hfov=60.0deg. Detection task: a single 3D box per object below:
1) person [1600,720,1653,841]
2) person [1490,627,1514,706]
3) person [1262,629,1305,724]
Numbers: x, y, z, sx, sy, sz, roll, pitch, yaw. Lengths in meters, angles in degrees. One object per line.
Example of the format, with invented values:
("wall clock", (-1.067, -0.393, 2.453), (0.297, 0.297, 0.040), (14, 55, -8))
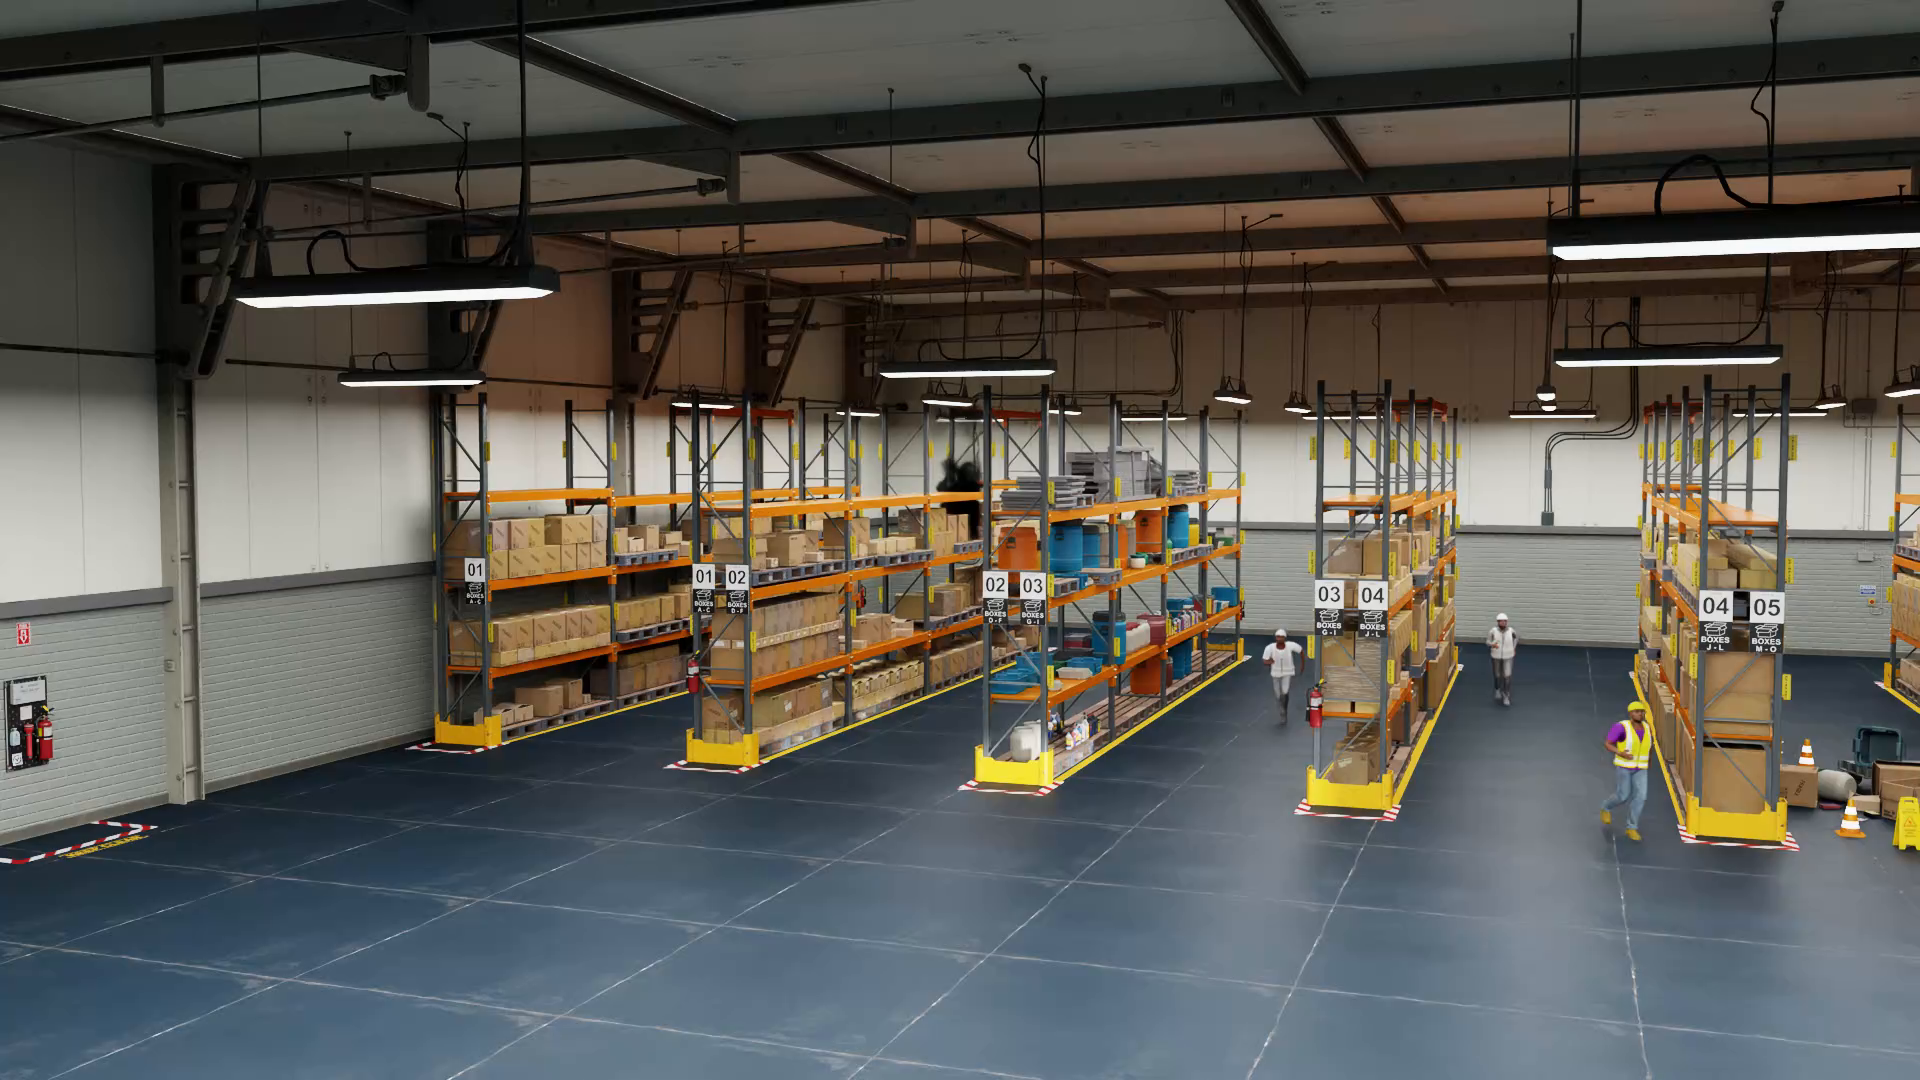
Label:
("person", (8.774, 3.100, 21.763), (0.684, 1.519, 0.824), (0, 3, -6))
("person", (10.786, 2.485, 33.090), (0.445, 1.529, 0.882), (1, 3, 19))
("person", (9.562, 2.917, 22.577), (12.672, 1.742, 13.572), (1, 3, 18))
